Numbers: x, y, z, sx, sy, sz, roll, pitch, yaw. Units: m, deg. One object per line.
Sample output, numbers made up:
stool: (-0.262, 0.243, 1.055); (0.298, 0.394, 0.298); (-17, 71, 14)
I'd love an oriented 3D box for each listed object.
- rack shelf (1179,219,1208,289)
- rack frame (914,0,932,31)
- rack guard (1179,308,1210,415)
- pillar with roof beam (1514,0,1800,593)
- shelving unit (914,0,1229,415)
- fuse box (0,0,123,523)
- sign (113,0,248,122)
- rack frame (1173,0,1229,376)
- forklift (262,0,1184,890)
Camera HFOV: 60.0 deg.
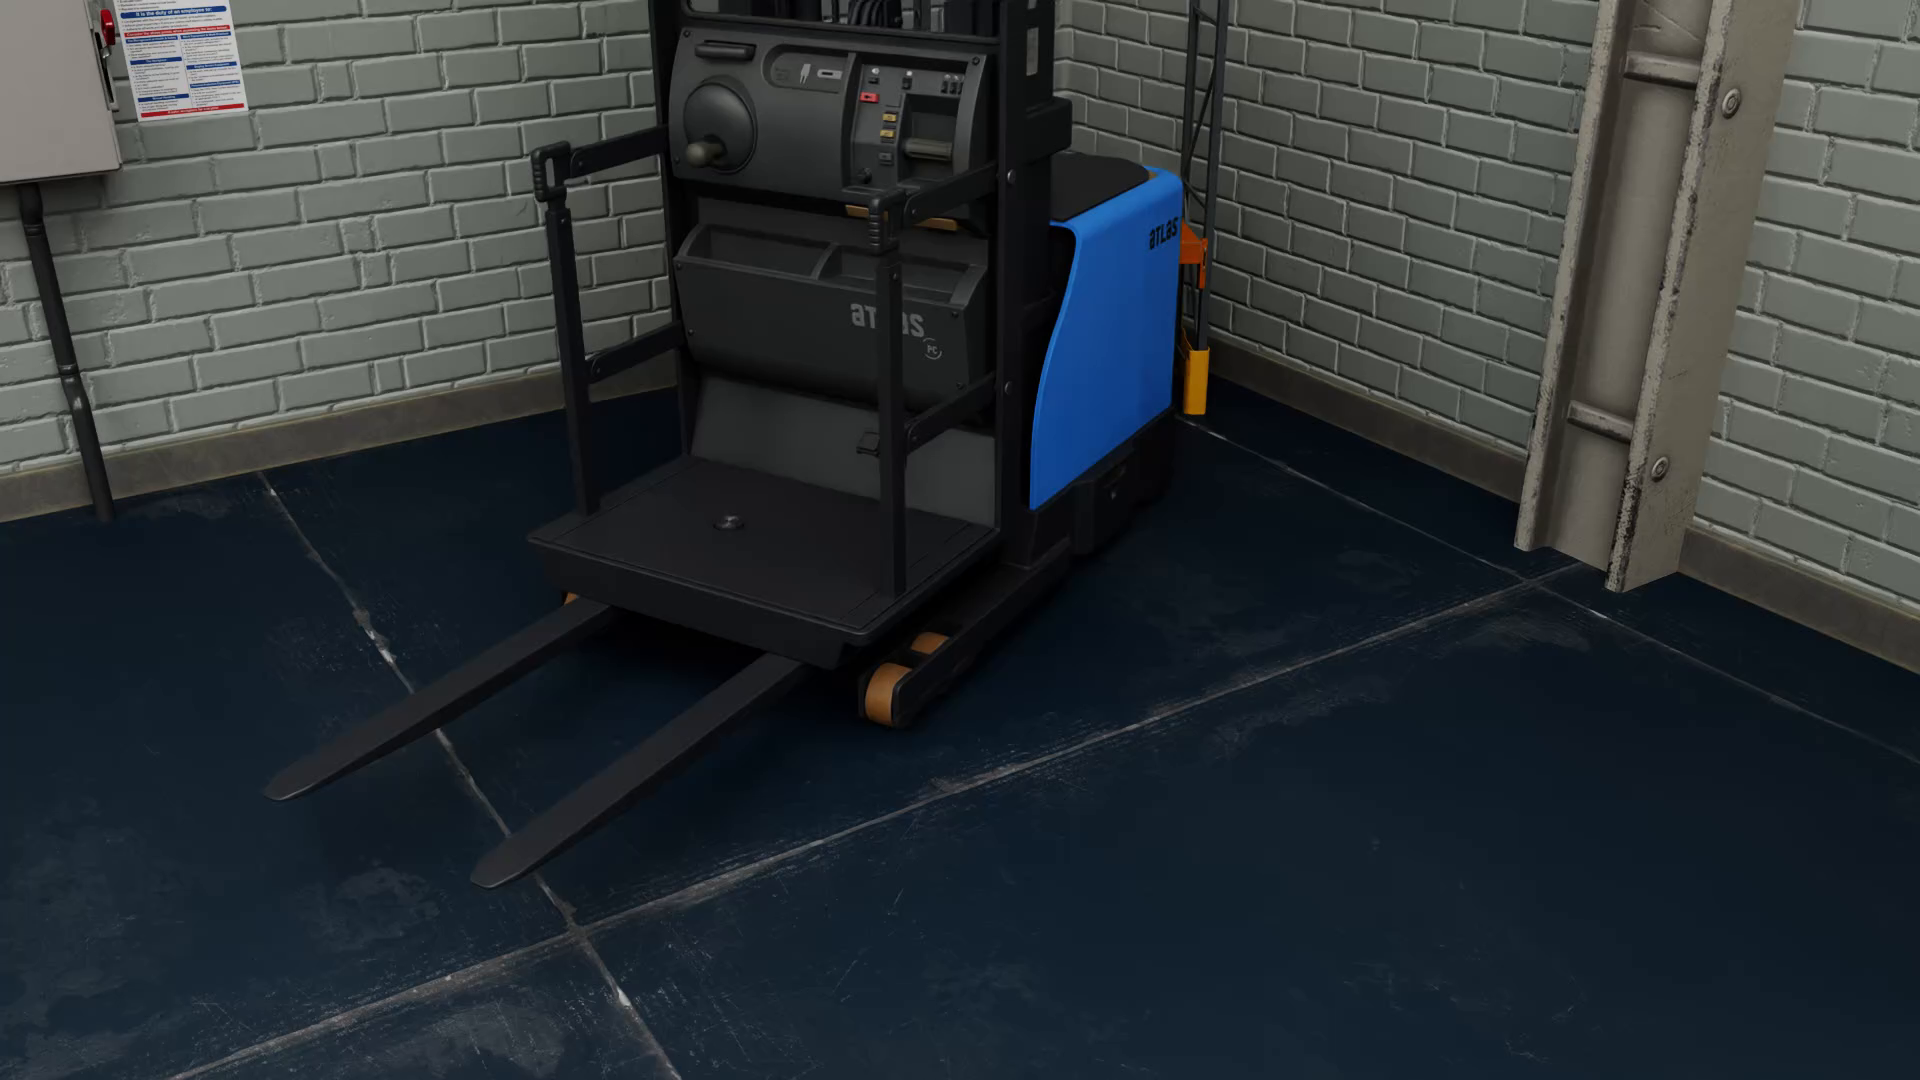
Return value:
rack shelf: (0.375, -1.094, 6.232); (1.000, 0.185, 0.538); (-2, 25, -4)
rack frame: (-0.132, -1.239, 6.119); (0.032, 1.500, 0.500); (-2, 25, -4)
rack guard: (0.862, -0.708, 6.457); (0.087, 0.250, 0.587); (-2, 25, -4)
pillar with roof beam: (-1.638, -3.015, 1.095); (9.100, 9.000, 0.400); (-16, 29, -30)
shelving unit: (0.366, -1.256, 6.155); (1.083, 1.500, 0.587); (-2, 25, -4)
fuse box: (-2.729, -0.839, 5.022); (0.539, 1.711, 0.414); (-16, 29, -30)
sign: (-2.429, -1.567, 5.168); (0.329, 0.494, 0.001); (-16, 29, -30)
rack frame: (0.882, -1.274, 6.192); (0.032, 1.500, 0.500); (-2, 25, -4)
forklift: (-0.459, -1.068, 4.079); (1.130, 2.935, 3.031); (14, 29, 27)
